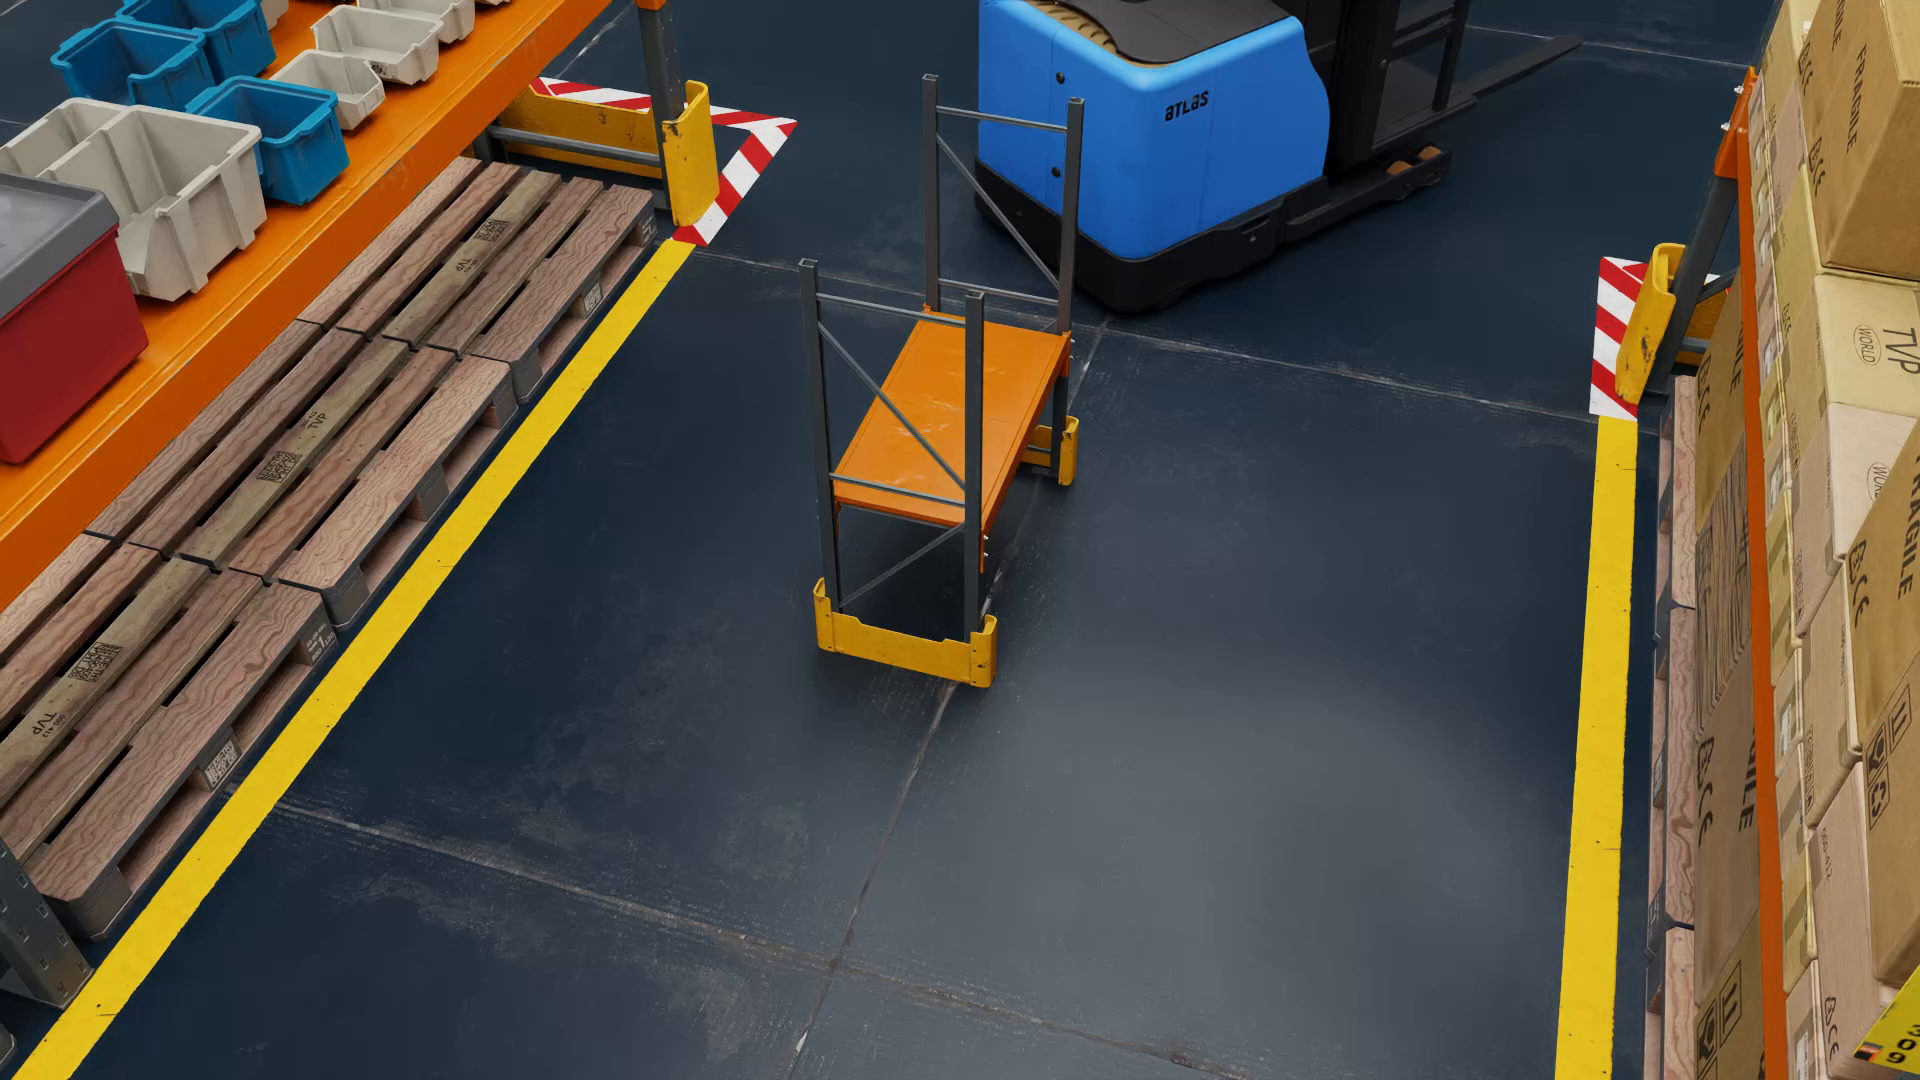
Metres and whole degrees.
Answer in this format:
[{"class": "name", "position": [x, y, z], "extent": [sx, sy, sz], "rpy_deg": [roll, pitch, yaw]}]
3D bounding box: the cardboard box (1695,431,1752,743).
[{"class": "cardboard box", "position": [2.683, 0.086, 4.736], "extent": [0.875, 0.875, 0.875], "rpy_deg": [13, 46, 13]}]

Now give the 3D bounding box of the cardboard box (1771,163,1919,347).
[{"class": "cardboard box", "position": [2.367, -0.681, 4.196], "extent": [0.500, 0.250, 0.500], "rpy_deg": [11, 45, 11]}]

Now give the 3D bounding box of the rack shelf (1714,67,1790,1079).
[{"class": "rack shelf", "position": [2.471, 0.017, 4.102], "extent": [1.077, 0.370, 4.000], "rpy_deg": [13, 46, 13]}]

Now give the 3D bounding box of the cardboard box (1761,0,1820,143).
[{"class": "cardboard box", "position": [2.674, -1.363, 4.893], "extent": [0.500, 0.250, 0.500], "rpy_deg": [11, 46, 11]}]

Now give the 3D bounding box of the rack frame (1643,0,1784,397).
[{"class": "rack frame", "position": [3.076, -1.573, 5.213], "extent": [1.000, 3.000, 0.127], "rpy_deg": [13, 46, 13]}]

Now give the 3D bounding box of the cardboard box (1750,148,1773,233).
[{"class": "cardboard box", "position": [2.501, -0.974, 4.781], "extent": [0.380, 0.149, 0.250], "rpy_deg": [12, 46, 12]}]

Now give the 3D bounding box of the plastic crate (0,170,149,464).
[{"class": "plastic crate", "position": [-2.346, -0.542, 4.071], "extent": [0.402, 0.464, 0.583], "rpy_deg": [13, 46, 13]}]

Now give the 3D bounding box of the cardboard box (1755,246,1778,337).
[{"class": "cardboard box", "position": [2.345, -0.631, 4.430], "extent": [0.380, 0.149, 0.250], "rpy_deg": [12, 46, 12]}]

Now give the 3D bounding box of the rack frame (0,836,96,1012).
[{"class": "rack frame", "position": [-2.855, 0.044, 3.560], "extent": [1.000, 3.000, 0.127], "rpy_deg": [13, 46, 13]}]

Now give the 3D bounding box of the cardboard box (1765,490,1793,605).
[{"class": "cardboard box", "position": [2.034, 0.054, 3.730], "extent": [0.380, 0.149, 0.250], "rpy_deg": [12, 46, 12]}]

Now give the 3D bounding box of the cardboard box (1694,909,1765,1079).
[{"class": "cardboard box", "position": [2.141, 1.280, 3.517], "extent": [0.875, 0.875, 0.875], "rpy_deg": [13, 46, 13]}]

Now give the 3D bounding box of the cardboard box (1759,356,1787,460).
[{"class": "cardboard box", "position": [2.190, -0.291, 4.082], "extent": [0.380, 0.149, 0.250], "rpy_deg": [11, 46, 11]}]

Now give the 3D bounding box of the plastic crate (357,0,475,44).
[{"class": "plastic crate", "position": [-1.820, -1.777, 5.567], "extent": [0.396, 0.136, 0.243], "rpy_deg": [13, 46, 13]}]

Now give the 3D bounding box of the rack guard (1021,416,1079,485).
[{"class": "rack guard", "position": [0.128, -0.370, 5.950], "extent": [0.587, 0.250, 0.087], "rpy_deg": [13, 46, 13]}]

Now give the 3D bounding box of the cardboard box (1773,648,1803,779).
[{"class": "cardboard box", "position": [1.879, 0.396, 3.380], "extent": [0.380, 0.149, 0.250], "rpy_deg": [13, 46, 13]}]

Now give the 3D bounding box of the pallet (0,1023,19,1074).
[{"class": "pallet", "position": [-3.129, 1.546, 4.019], "extent": [1.003, 0.211, 1.213], "rpy_deg": [13, 46, 13]}]

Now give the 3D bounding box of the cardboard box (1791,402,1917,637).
[{"class": "cardboard box", "position": [2.057, 0.005, 3.495], "extent": [0.500, 0.250, 0.500], "rpy_deg": [13, 46, 13]}]

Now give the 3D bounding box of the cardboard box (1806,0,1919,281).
[{"class": "cardboard box", "position": [2.371, -0.951, 3.936], "extent": [0.500, 0.500, 0.500], "rpy_deg": [11, 46, 11]}]

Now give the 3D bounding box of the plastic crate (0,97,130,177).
[{"class": "plastic crate", "position": [-2.614, -1.107, 4.883], "extent": [0.293, 0.136, 0.466], "rpy_deg": [13, 46, 13]}]

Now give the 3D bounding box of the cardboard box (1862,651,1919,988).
[{"class": "cardboard box", "position": [1.749, 0.410, 2.545], "extent": [0.500, 0.500, 0.500], "rpy_deg": [14, 46, 14]}]

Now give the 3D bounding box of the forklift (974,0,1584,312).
[{"class": "forklift", "position": [1.541, -2.798, 6.514], "extent": [3.031, 2.935, 1.130], "rpy_deg": [-28, 51, -26]}]

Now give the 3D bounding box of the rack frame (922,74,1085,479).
[{"class": "rack frame", "position": [0.128, -0.818, 5.514], "extent": [0.500, 1.500, 0.032], "rpy_deg": [13, 46, 13]}]

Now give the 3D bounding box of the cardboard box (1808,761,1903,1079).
[{"class": "cardboard box", "position": [1.749, 0.691, 2.794], "extent": [0.500, 0.250, 0.500], "rpy_deg": [12, 46, 12]}]

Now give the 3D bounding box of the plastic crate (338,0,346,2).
[{"class": "plastic crate", "position": [-2.232, -2.050, 5.777], "extent": [0.416, 0.233, 0.300], "rpy_deg": [13, 46, 13]}]

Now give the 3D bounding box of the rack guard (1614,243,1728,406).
[{"class": "rack guard", "position": [3.084, -0.696, 6.103], "extent": [1.175, 0.500, 0.348], "rpy_deg": [13, 46, 13]}]

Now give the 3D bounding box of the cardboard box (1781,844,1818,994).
[{"class": "cardboard box", "position": [1.723, 0.738, 3.030], "extent": [0.380, 0.149, 0.250], "rpy_deg": [13, 46, 13]}]

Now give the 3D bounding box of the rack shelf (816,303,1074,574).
[{"class": "rack shelf", "position": [-0.026, -0.351, 5.293], "extent": [0.538, 0.185, 1.000], "rpy_deg": [13, 46, 13]}]

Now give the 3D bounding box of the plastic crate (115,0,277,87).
[{"class": "plastic crate", "position": [-2.431, -1.611, 5.329], "extent": [0.416, 0.233, 0.300], "rpy_deg": [13, 46, 13]}]

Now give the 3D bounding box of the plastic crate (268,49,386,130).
[{"class": "plastic crate", "position": [-1.953, -1.385, 5.166], "extent": [0.298, 0.136, 0.250], "rpy_deg": [13, 46, 13]}]

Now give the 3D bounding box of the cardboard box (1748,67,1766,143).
[{"class": "cardboard box", "position": [2.654, -1.316, 5.130], "extent": [0.380, 0.149, 0.250], "rpy_deg": [13, 46, 13]}]

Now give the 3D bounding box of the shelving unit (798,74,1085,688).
[{"class": "shelving unit", "position": [-0.023, -0.485, 5.174], "extent": [0.587, 1.500, 1.083], "rpy_deg": [13, 46, 13]}]

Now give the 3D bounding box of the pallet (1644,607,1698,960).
[{"class": "pallet", "position": [2.538, 0.784, 4.798], "extent": [1.003, 0.211, 1.213], "rpy_deg": [13, 46, 12]}]

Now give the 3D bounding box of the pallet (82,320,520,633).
[{"class": "pallet", "position": [-2.302, -0.273, 5.878], "extent": [1.003, 0.211, 1.213], "rpy_deg": [13, 46, 13]}]
